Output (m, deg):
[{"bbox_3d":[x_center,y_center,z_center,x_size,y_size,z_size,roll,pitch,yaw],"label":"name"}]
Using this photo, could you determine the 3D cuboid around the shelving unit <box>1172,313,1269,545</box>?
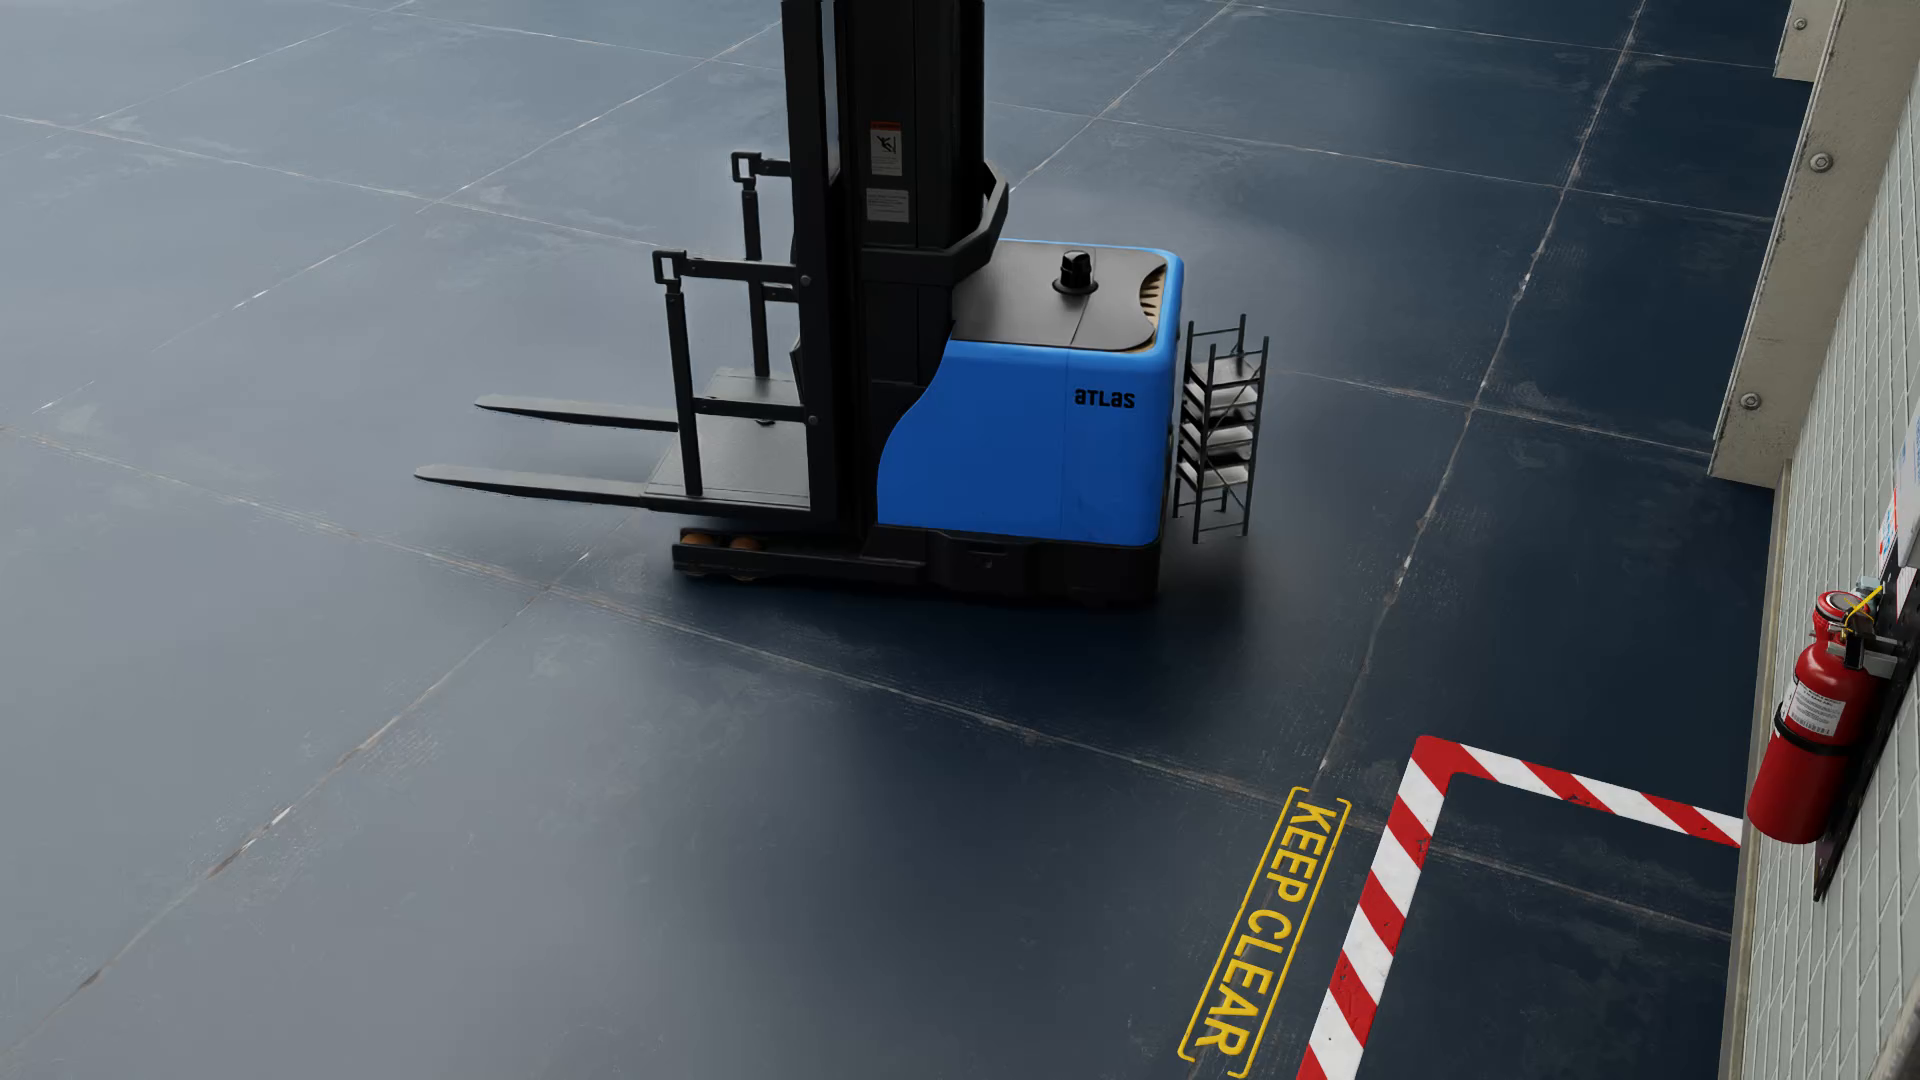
[{"bbox_3d":[1.024,-0.429,6.584,0.258,0.900,0.210,-10,34,-14],"label":"shelving unit"}]

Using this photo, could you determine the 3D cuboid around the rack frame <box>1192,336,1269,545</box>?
[{"bbox_3d":[1.054,-0.376,6.503,0.240,0.900,0.006,-10,34,-14],"label":"rack frame"}]

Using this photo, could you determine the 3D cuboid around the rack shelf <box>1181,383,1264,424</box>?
[{"bbox_3d":[1.024,-0.552,6.503,0.258,0.077,0.200,-10,34,-14],"label":"rack shelf"}]

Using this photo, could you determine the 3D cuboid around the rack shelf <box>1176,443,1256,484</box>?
[{"bbox_3d":[1.024,-0.326,6.651,0.258,0.077,0.200,-10,34,-14],"label":"rack shelf"}]

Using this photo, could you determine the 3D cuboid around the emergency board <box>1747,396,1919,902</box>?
[{"bbox_3d":[2.007,0.169,3.757,0.194,1.169,0.643,14,36,20],"label":"emergency board"}]

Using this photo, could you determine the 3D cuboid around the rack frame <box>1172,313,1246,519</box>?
[{"bbox_3d":[0.994,-0.482,6.665,0.240,0.900,0.006,-10,34,-14],"label":"rack frame"}]

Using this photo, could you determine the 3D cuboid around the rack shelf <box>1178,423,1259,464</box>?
[{"bbox_3d":[1.024,-0.401,6.602,0.258,0.077,0.200,-10,34,-14],"label":"rack shelf"}]

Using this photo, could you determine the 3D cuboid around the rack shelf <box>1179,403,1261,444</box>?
[{"bbox_3d":[1.024,-0.477,6.553,0.258,0.077,0.200,-10,34,-14],"label":"rack shelf"}]

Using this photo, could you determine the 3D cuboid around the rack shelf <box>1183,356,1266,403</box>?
[{"bbox_3d":[1.024,-0.627,6.454,0.258,0.077,0.200,-10,34,-14],"label":"rack shelf"}]

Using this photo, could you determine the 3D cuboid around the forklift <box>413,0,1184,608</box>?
[{"bbox_3d":[-0.673,-1.346,6.130,3.031,2.935,1.130,5,34,8],"label":"forklift"}]

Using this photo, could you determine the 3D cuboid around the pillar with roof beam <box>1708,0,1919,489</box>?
[{"bbox_3d":[-0.461,-5.094,6.312,9.100,9.000,0.400,14,36,20],"label":"pillar with roof beam"}]

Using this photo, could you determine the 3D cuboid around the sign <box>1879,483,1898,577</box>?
[{"bbox_3d":[2.332,-0.098,4.131,0.001,0.329,0.234,14,36,20],"label":"sign"}]

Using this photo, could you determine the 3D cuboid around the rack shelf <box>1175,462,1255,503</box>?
[{"bbox_3d":[1.024,-0.251,6.701,0.258,0.077,0.200,-10,34,-14],"label":"rack shelf"}]

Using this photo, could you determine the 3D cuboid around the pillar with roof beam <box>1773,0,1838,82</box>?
[{"bbox_3d":[2.049,-8.082,10.869,9.100,9.000,0.400,14,36,20],"label":"pillar with roof beam"}]
